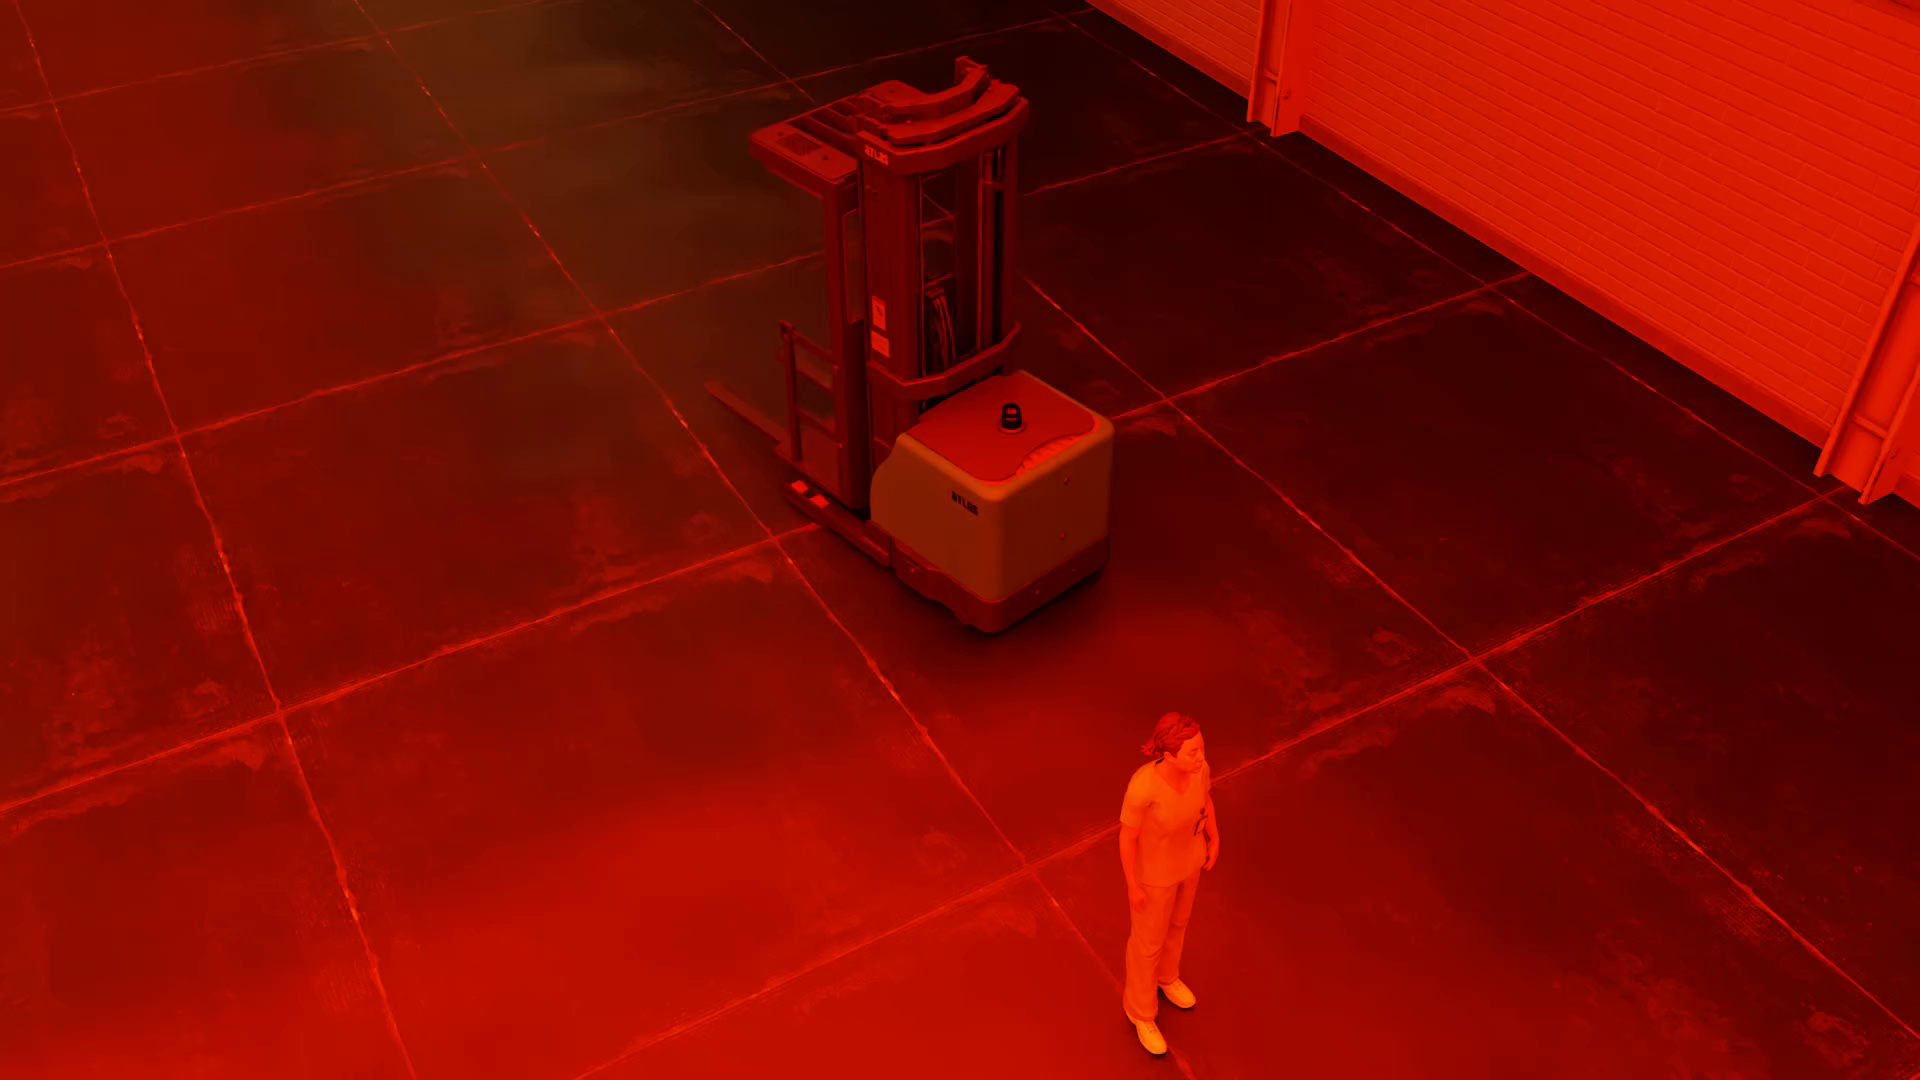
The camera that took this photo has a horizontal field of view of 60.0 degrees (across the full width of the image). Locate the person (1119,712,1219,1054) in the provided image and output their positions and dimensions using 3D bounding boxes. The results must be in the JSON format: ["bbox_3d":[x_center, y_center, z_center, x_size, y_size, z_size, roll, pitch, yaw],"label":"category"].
[{"bbox_3d":[0.943,1.464,7.251,0.549,1.666,0.550,-26,46,-28],"label":"person"}]

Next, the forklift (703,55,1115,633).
[{"bbox_3d":[-0.471,-1.444,9.777,1.130,2.935,3.031,-31,49,-32],"label":"forklift"}]
